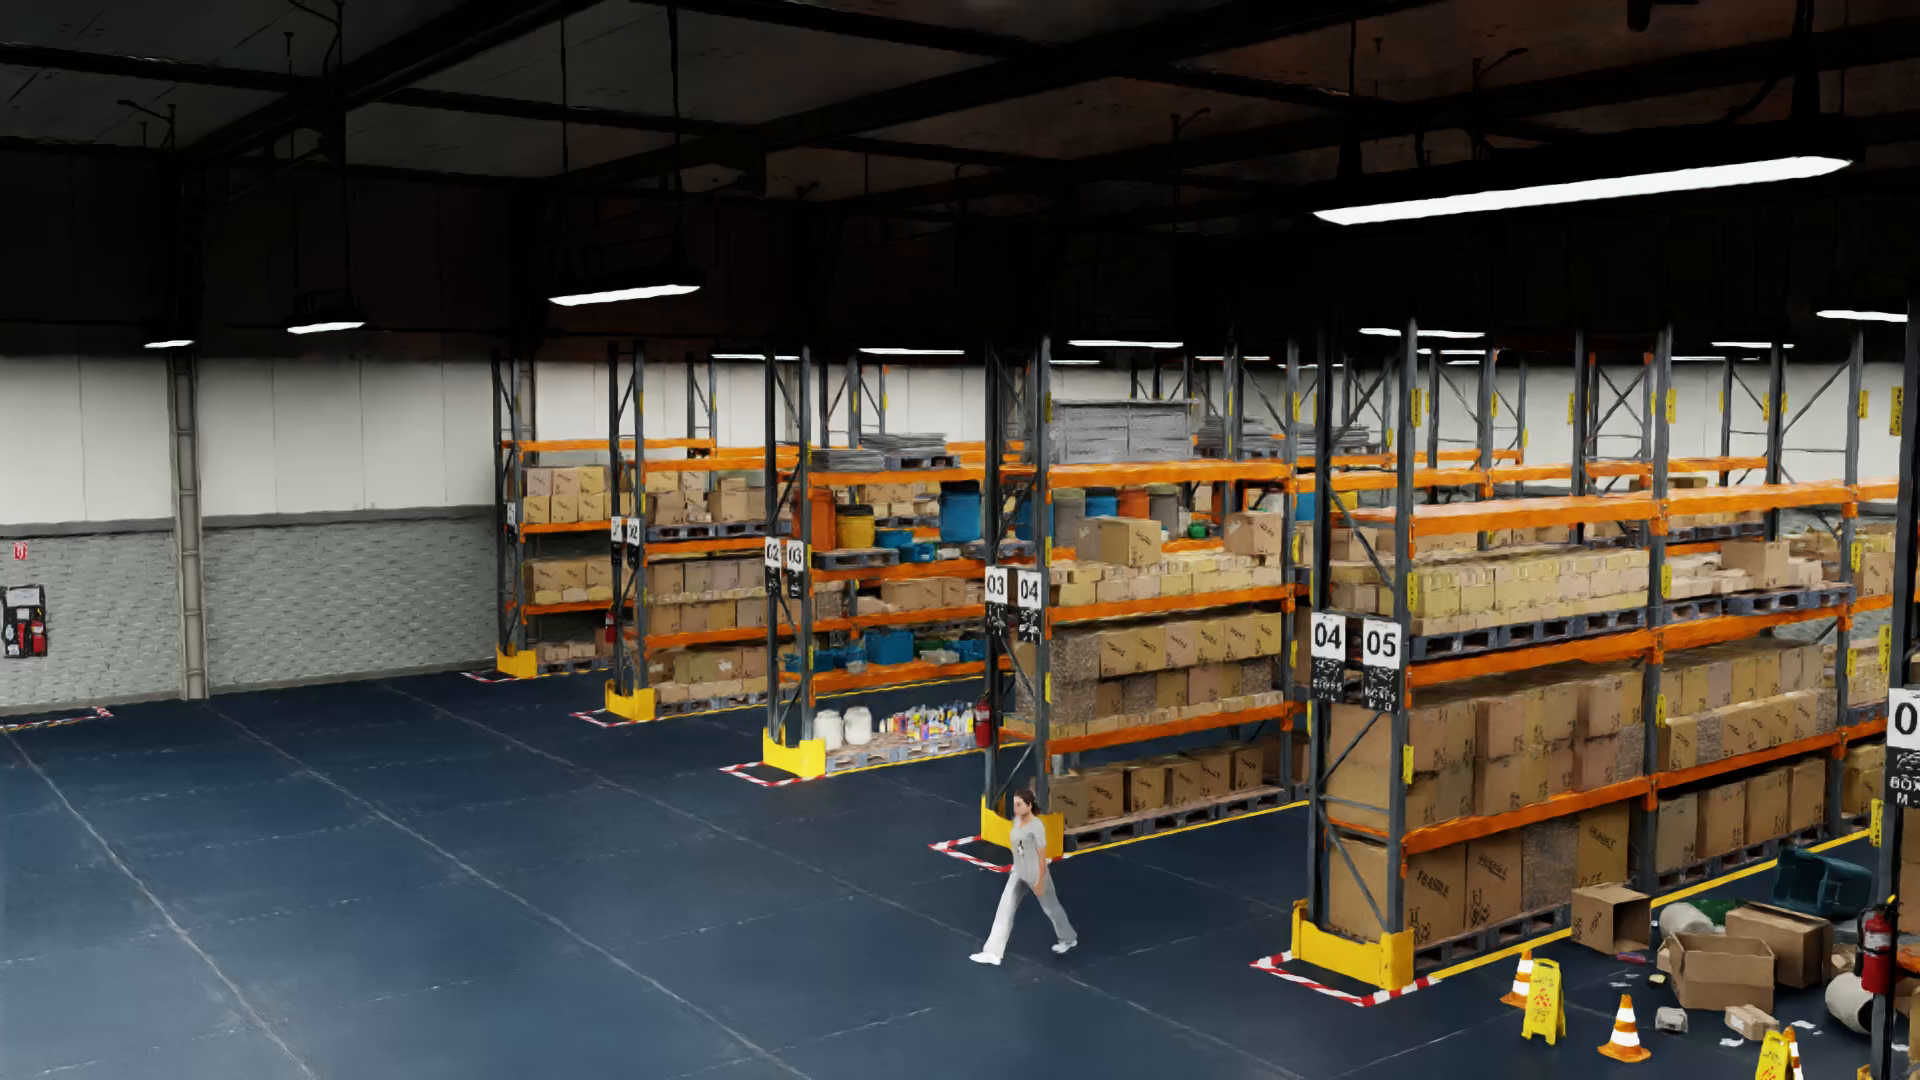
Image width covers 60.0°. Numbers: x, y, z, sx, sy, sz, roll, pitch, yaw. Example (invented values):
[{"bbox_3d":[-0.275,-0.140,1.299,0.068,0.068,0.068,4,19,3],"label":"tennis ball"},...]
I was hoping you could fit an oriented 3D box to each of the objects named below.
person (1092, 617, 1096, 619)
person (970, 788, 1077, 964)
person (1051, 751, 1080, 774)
[{"bbox_3d":[2.469,1.780,28.690,1.194,1.698,0.598,-3,6,-35],"label":"person"},{"bbox_3d":[0.620,3.032,15.085,1.098,1.591,0.445,-4,6,-39],"label":"person"},{"bbox_3d":[1.372,2.411,21.824,0.597,1.659,0.549,-1,5,-9],"label":"person"}]
